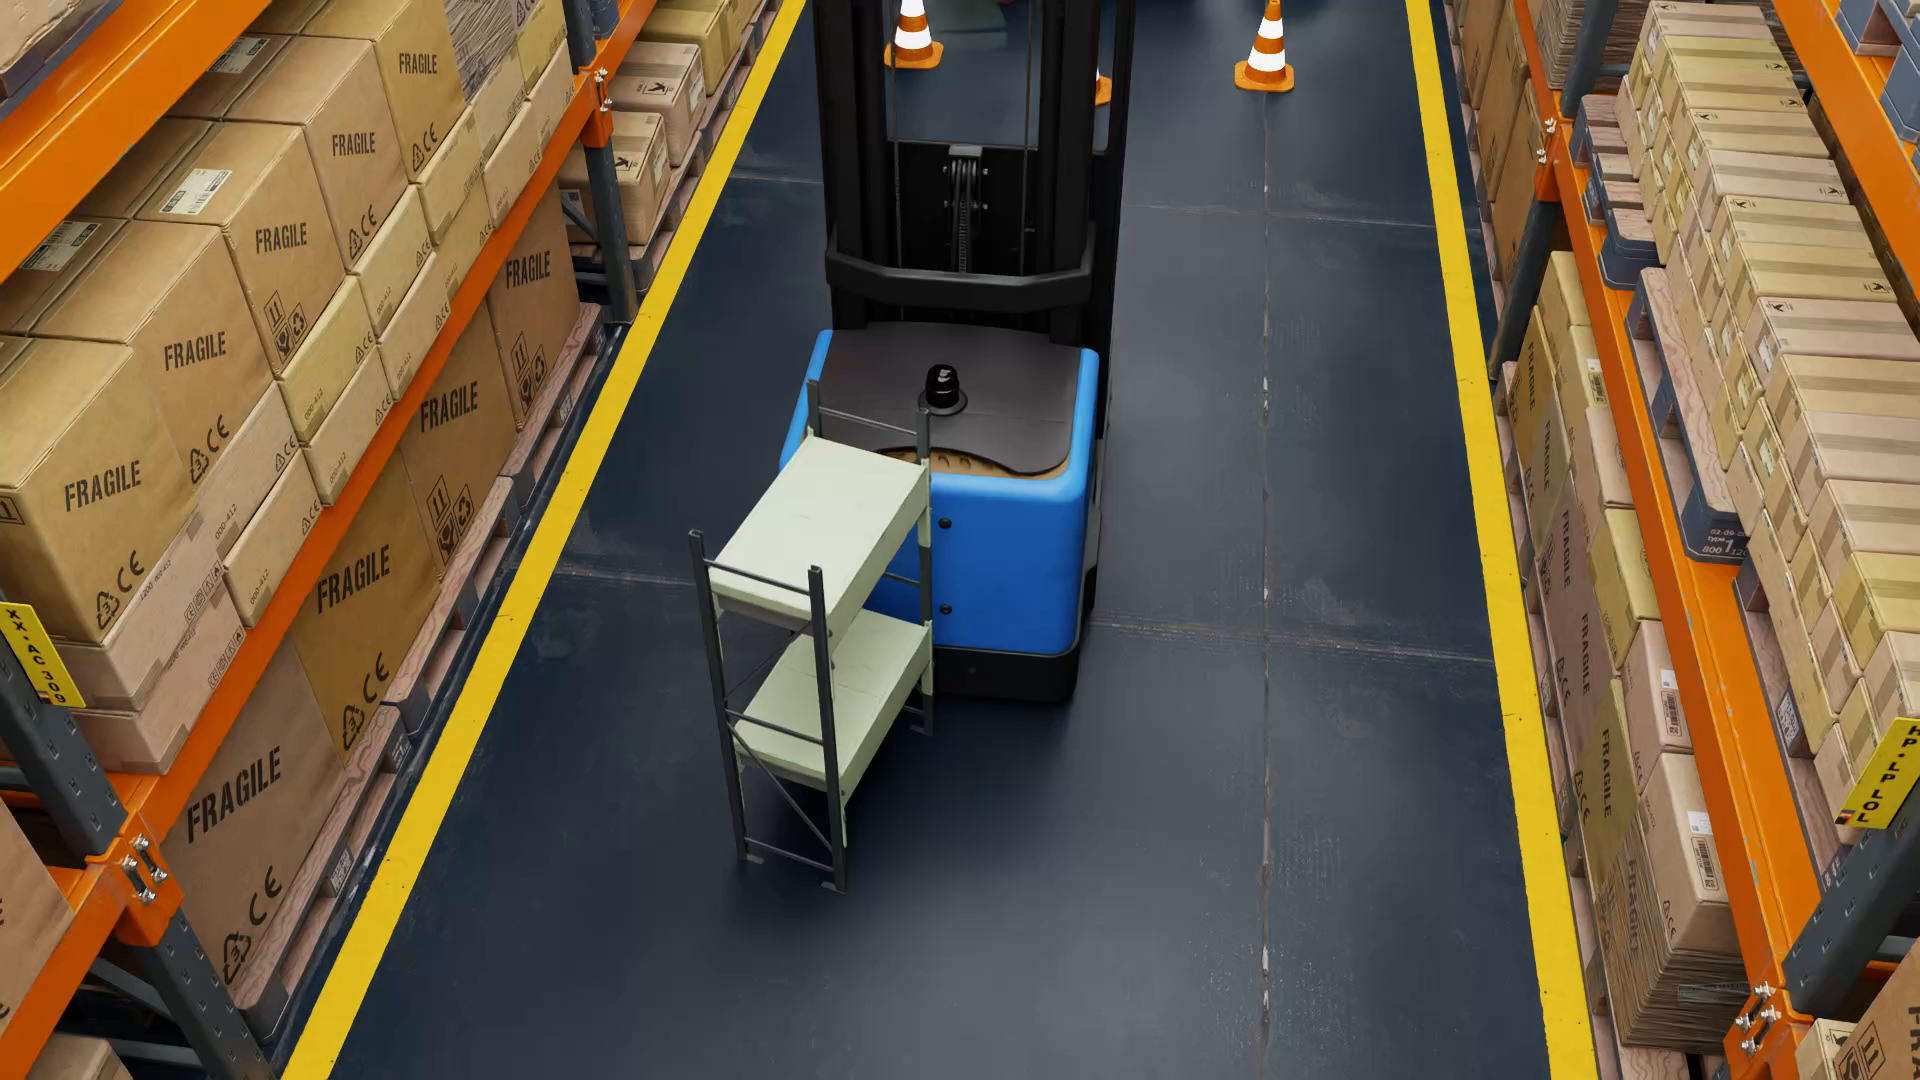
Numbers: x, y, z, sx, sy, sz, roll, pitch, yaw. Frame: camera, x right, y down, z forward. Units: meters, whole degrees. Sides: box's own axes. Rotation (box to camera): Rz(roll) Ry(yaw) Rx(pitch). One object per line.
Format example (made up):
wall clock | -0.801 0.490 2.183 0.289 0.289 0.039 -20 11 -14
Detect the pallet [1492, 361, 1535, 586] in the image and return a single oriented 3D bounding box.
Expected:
pallet | 2.788 -0.254 6.865 1.003 0.211 1.213 5 44 6

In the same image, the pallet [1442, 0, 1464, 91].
pallet | 3.394 -2.980 9.744 1.003 0.211 1.213 5 44 6

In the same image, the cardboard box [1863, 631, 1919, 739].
cardboard box | 2.224 0.358 3.635 0.380 0.149 0.250 7 44 7

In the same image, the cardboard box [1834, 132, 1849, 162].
cardboard box | 3.245 -1.408 5.717 0.380 0.149 0.250 7 44 7

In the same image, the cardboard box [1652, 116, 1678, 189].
cardboard box | 2.564 -1.290 5.592 0.380 0.149 0.250 4 44 4

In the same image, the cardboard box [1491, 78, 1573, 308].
cardboard box | 3.063 -1.542 7.527 1.050 0.750 0.750 5 44 5

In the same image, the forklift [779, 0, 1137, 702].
forklift | 0.077 -1.494 6.196 1.130 2.935 3.031 5 44 5

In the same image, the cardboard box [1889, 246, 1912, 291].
cardboard box | 3.144 -0.889 5.168 0.380 0.149 0.250 5 44 5

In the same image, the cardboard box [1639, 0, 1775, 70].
cardboard box | 2.639 -1.776 5.889 0.380 0.149 0.250 5 44 6

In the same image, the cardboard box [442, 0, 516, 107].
cardboard box | -1.896 -1.853 5.726 0.500 0.500 0.500 6 44 6

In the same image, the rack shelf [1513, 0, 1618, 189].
rack shelf | 3.157 -2.901 8.156 1.077 0.370 4.000 5 44 6

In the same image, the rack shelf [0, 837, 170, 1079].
rack shelf | -2.820 2.170 2.800 1.077 0.370 4.000 5 44 6

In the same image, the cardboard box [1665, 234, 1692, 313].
cardboard box | 2.496 -0.842 5.334 0.380 0.149 0.250 7 44 7

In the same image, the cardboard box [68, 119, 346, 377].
cardboard box | -2.104 -0.818 4.633 0.500 0.500 0.500 4 44 4

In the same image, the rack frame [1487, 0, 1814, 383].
rack frame | 2.893 -1.799 6.469 1.000 3.000 0.127 5 44 6

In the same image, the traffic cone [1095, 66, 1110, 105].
traffic cone | 0.678 -2.724 9.291 0.336 0.463 0.334 5 44 6

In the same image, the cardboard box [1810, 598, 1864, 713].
cardboard box | 2.255 0.289 3.924 0.380 0.149 0.250 6 44 6

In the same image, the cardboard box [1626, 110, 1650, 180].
cardboard box | 2.598 -1.391 5.915 0.380 0.149 0.250 7 44 8

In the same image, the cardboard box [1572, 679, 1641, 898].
cardboard box | 2.280 0.805 5.231 0.500 0.500 0.500 4 44 5

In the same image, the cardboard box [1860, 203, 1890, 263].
cardboard box | 3.178 -0.969 5.469 0.380 0.149 0.250 5 44 5

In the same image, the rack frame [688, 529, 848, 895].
rack frame | -0.561 0.573 5.054 0.400 1.500 0.023 16 46 16

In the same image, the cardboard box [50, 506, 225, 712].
cardboard box | -2.218 0.144 4.161 0.500 0.250 0.500 4 44 4

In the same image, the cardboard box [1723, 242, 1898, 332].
cardboard box | 2.431 -0.714 4.767 0.380 0.149 0.250 5 44 5

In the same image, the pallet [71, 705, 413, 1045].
pallet | -2.529 1.025 5.513 1.003 0.211 1.213 5 44 6

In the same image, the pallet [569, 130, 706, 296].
pallet | -1.922 -1.700 8.392 1.003 0.211 1.213 5 44 6

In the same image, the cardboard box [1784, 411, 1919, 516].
cardboard box | 2.329 -0.180 4.203 0.380 0.149 0.250 5 44 5

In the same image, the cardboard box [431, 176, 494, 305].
cardboard box | -1.971 -1.066 5.804 0.500 0.250 0.500 5 44 5

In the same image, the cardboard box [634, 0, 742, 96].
cardboard box | -1.747 -2.783 9.113 0.950 0.372 0.625 7 44 7

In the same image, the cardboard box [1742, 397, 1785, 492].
cardboard box | 2.358 -0.244 4.487 0.380 0.149 0.250 3 44 3

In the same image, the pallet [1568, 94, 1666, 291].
pallet | 2.904 -1.234 6.011 1.213 0.211 1.003 5 44 6

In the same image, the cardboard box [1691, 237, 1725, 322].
cardboard box | 2.461 -0.780 5.053 0.380 0.149 0.250 5 44 5

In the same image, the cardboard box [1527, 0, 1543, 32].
cardboard box | 2.754 -2.507 7.143 0.500 0.500 0.500 5 44 6

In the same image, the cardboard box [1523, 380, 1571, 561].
cardboard box | 2.483 -0.242 6.337 0.500 0.500 0.500 6 44 6

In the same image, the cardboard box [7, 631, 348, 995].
cardboard box | -2.553 0.735 5.032 0.875 0.875 0.875 6 44 7

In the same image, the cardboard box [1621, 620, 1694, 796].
cardboard box | 2.293 0.530 4.976 0.500 0.250 0.500 7 44 7

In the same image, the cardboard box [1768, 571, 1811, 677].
cardboard box | 2.289 0.230 4.203 0.380 0.149 0.250 5 44 5

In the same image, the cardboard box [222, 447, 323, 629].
cardboard box | -2.169 -0.029 4.708 0.500 0.250 0.500 4 44 4

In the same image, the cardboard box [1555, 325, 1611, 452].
cardboard box | 2.495 -0.523 6.088 0.500 0.250 0.500 5 44 5

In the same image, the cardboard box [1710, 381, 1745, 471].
cardboard box | 2.389 -0.311 4.774 0.380 0.149 0.250 7 44 7

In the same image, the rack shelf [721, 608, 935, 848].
rack shelf | -0.421 0.578 5.523 0.431 0.370 0.720 16 46 16

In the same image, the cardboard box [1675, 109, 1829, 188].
cardboard box | 2.534 -1.249 5.332 0.380 0.149 0.250 4 44 4

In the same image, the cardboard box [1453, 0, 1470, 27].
cardboard box | 3.429 -3.430 9.521 1.050 0.750 0.750 5 44 5

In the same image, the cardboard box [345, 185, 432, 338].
cardboard box | -2.019 -0.900 5.264 0.500 0.250 0.500 4 44 4

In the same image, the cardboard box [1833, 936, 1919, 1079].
cardboard box | 2.049 1.097 3.121 0.500 0.500 0.500 5 44 5

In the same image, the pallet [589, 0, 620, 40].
pallet | -2.038 -2.606 7.460 1.213 0.211 1.003 5 44 6

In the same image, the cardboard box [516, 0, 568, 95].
cardboard box | -1.839 -1.954 6.378 0.500 0.250 0.500 5 44 5

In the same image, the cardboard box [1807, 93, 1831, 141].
cardboard box | 3.283 -1.483 6.011 0.380 0.149 0.250 6 44 6

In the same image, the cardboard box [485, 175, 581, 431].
cardboard box | -2.201 -1.098 6.968 0.875 0.875 0.875 5 44 5

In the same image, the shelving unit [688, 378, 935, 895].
shelving unit | -0.421 0.341 5.299 0.431 1.500 0.755 16 46 16

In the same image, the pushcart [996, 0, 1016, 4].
pushcart | 0.768 -3.781 10.469 1.648 0.377 0.936 -9 44 -9
